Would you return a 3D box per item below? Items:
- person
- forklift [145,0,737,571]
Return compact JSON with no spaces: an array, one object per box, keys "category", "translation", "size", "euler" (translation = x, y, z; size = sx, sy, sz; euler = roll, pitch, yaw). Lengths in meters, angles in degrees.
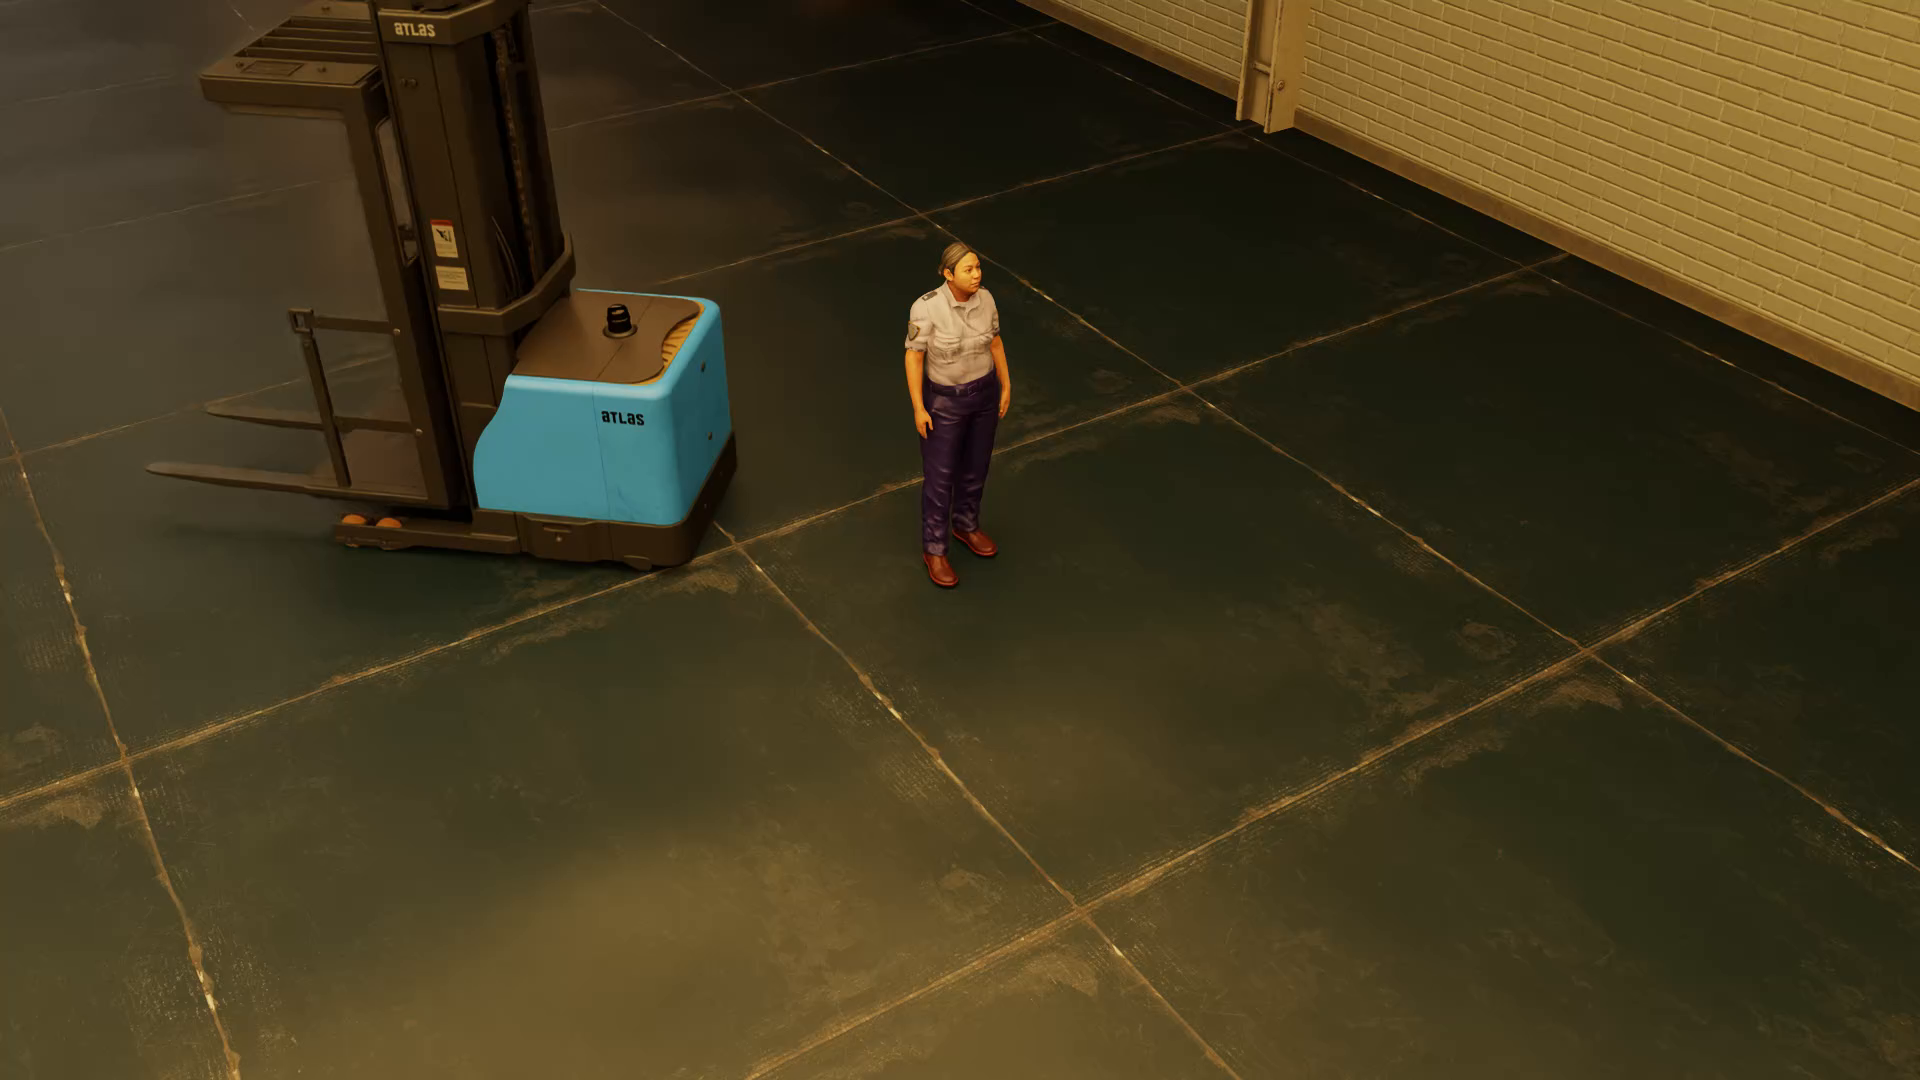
[{"category":"person","translation":[0.030,-0.630,8.148],"size":[0.599,1.650,0.503],"euler":[-21,40,-27]},{"category":"forklift","translation":[-2.788,-1.438,8.195],"size":[3.031,2.935,1.130],"euler":[5,35,8]}]
